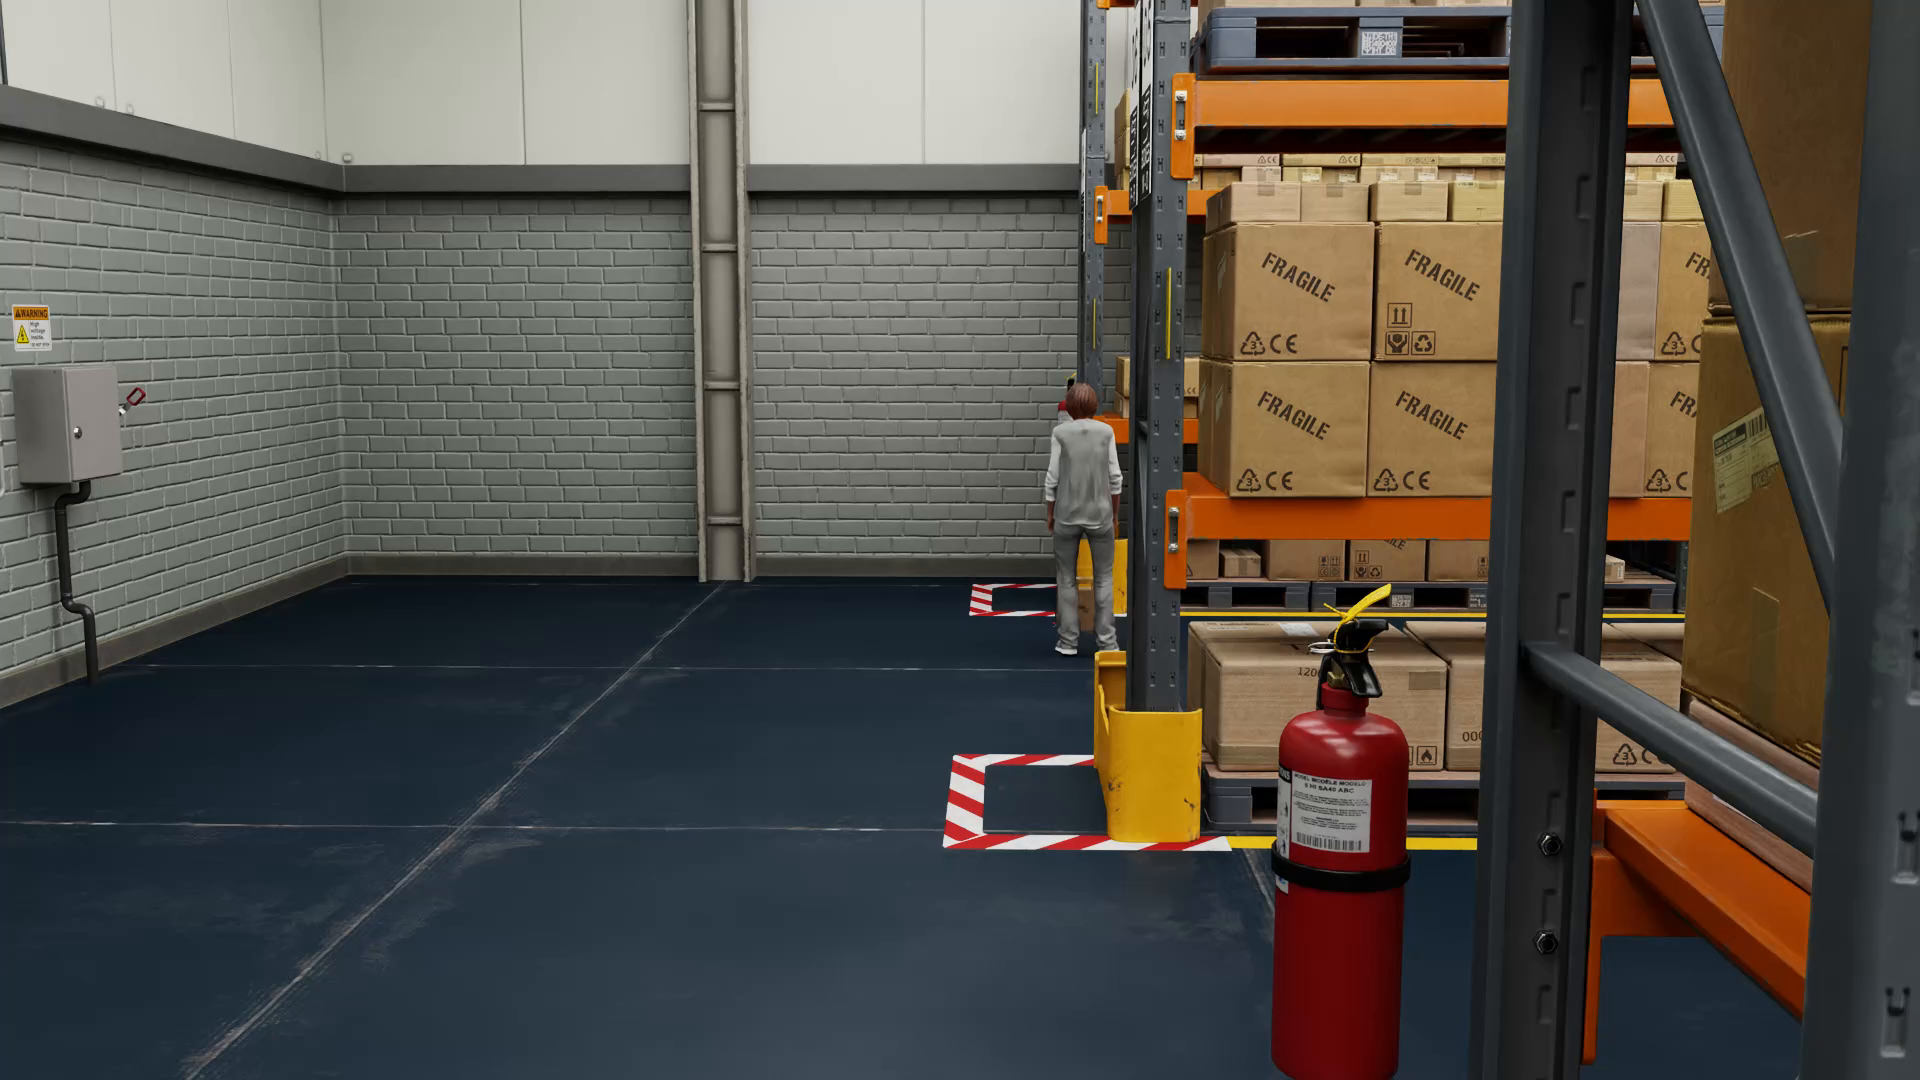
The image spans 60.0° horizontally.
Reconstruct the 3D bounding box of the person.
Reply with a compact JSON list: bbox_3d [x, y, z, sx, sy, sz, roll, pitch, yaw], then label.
[{"bbox_3d":[0.718,-0.116,9.701,0.458,1.595,0.374,0,7,-1],"label":"person"}]
